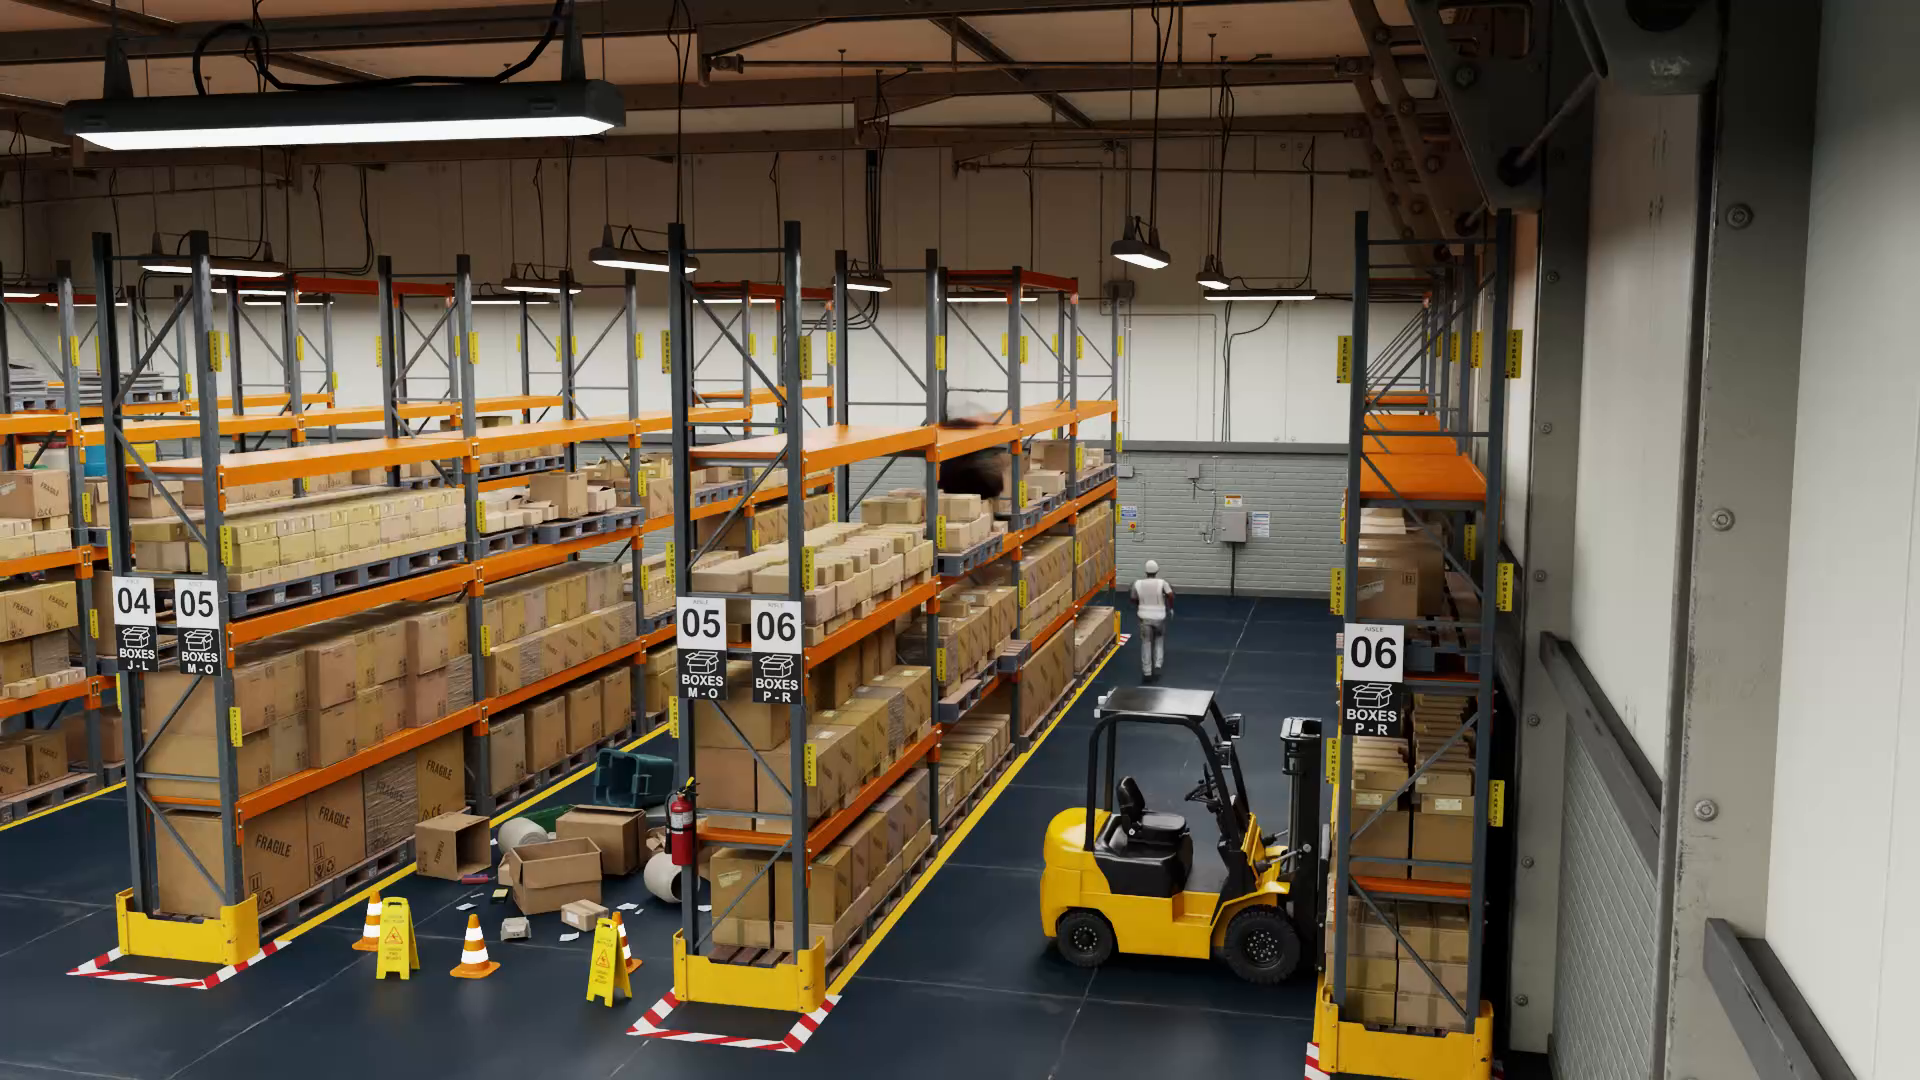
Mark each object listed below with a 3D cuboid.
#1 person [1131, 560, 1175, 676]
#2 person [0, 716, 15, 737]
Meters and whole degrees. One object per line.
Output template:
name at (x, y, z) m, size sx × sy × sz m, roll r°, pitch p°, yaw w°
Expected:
person at (2.919, 1.208, 25.269) m, size 0.656 × 1.824 × 0.744 m, roll 1°, pitch 7°, yaw 5°
person at (-11.748, 1.895, 20.145) m, size 0.582 × 1.644 × 0.635 m, roll 1°, pitch 7°, yaw 6°
